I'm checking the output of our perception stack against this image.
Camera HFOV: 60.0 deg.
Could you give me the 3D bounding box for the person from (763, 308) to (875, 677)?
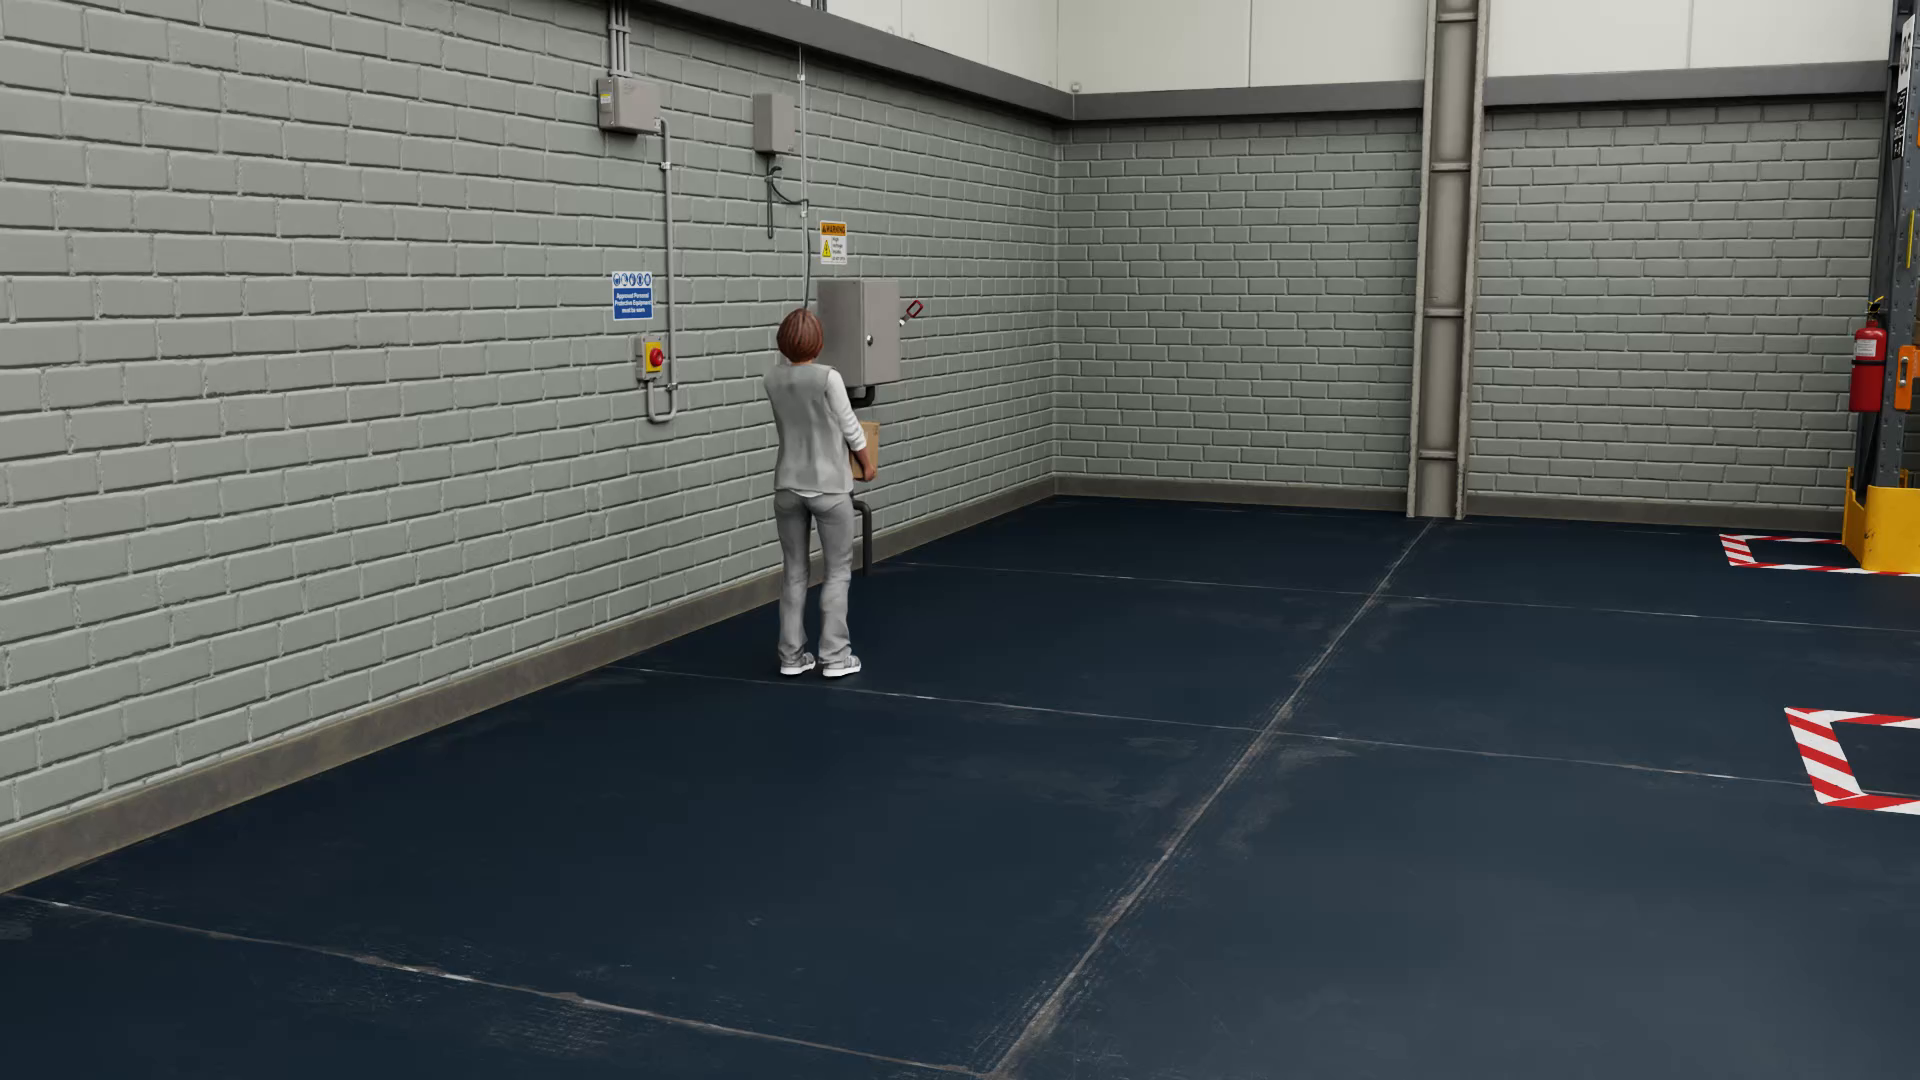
[{"bbox_3d":[-0.600,-0.205,7.220,0.404,1.591,0.493,4,10,22],"label":"person"}]
